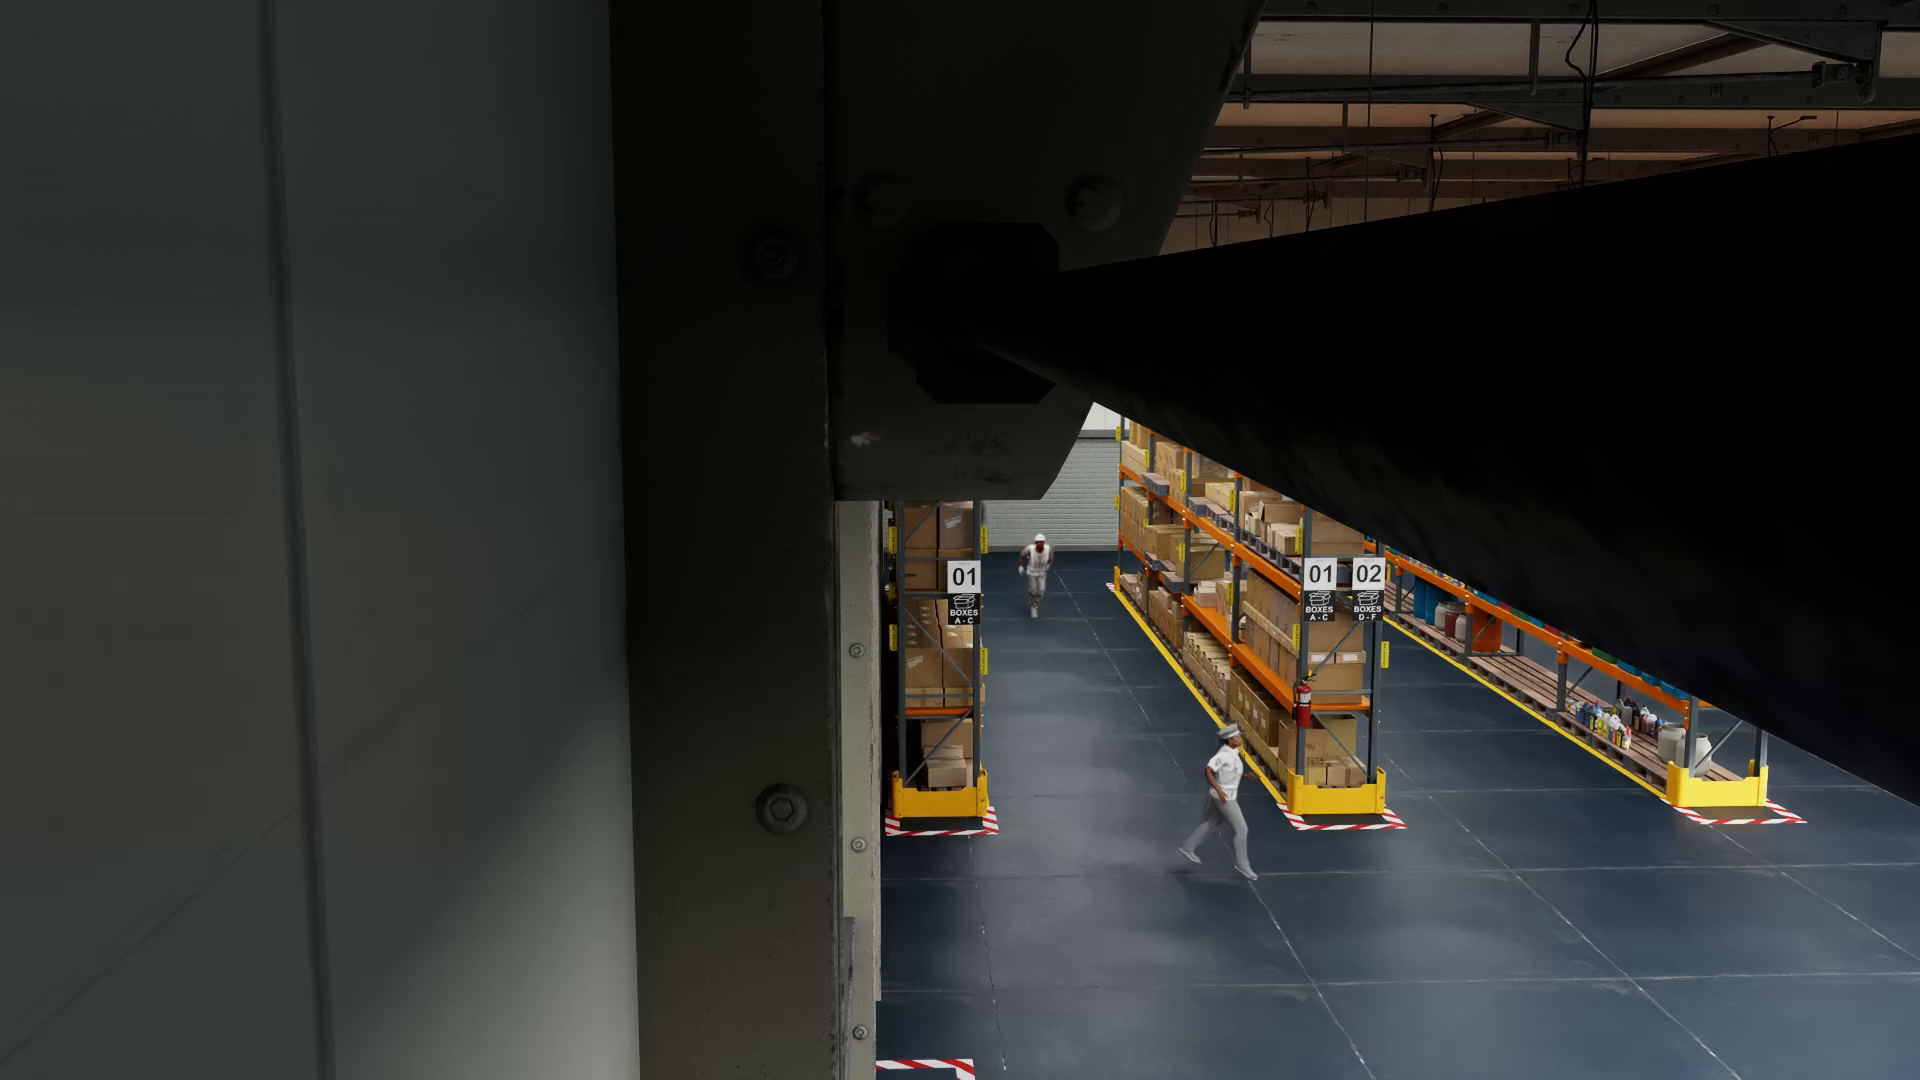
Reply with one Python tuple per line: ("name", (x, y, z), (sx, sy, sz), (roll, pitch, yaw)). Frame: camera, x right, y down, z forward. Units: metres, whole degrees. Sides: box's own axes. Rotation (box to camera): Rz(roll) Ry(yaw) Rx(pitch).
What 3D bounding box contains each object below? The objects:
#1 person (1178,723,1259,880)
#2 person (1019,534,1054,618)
("person", (2.860, 2.869, 18.357), (0.906, 1.738, 0.610), (2, 8, 12))
("person", (1.540, 0.707, 33.371), (0.674, 1.705, 0.758), (-2, 9, -16))
